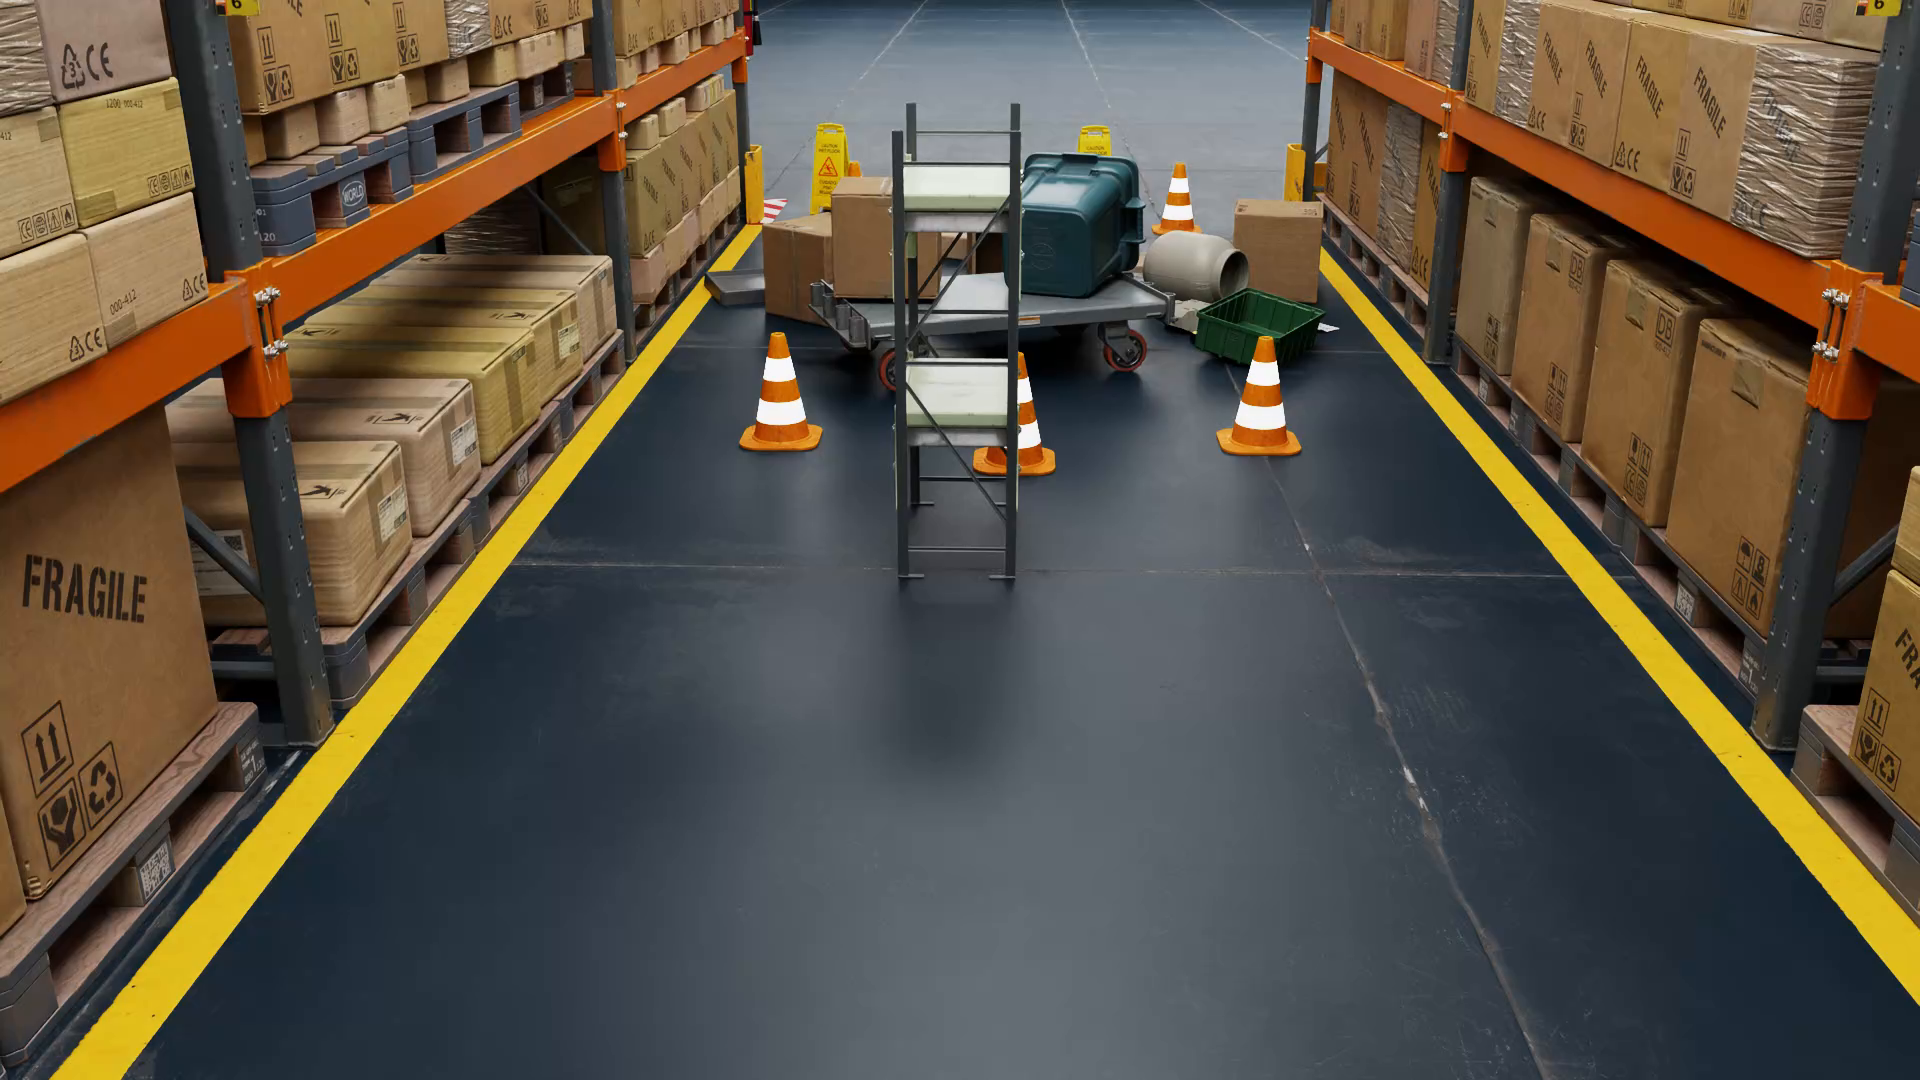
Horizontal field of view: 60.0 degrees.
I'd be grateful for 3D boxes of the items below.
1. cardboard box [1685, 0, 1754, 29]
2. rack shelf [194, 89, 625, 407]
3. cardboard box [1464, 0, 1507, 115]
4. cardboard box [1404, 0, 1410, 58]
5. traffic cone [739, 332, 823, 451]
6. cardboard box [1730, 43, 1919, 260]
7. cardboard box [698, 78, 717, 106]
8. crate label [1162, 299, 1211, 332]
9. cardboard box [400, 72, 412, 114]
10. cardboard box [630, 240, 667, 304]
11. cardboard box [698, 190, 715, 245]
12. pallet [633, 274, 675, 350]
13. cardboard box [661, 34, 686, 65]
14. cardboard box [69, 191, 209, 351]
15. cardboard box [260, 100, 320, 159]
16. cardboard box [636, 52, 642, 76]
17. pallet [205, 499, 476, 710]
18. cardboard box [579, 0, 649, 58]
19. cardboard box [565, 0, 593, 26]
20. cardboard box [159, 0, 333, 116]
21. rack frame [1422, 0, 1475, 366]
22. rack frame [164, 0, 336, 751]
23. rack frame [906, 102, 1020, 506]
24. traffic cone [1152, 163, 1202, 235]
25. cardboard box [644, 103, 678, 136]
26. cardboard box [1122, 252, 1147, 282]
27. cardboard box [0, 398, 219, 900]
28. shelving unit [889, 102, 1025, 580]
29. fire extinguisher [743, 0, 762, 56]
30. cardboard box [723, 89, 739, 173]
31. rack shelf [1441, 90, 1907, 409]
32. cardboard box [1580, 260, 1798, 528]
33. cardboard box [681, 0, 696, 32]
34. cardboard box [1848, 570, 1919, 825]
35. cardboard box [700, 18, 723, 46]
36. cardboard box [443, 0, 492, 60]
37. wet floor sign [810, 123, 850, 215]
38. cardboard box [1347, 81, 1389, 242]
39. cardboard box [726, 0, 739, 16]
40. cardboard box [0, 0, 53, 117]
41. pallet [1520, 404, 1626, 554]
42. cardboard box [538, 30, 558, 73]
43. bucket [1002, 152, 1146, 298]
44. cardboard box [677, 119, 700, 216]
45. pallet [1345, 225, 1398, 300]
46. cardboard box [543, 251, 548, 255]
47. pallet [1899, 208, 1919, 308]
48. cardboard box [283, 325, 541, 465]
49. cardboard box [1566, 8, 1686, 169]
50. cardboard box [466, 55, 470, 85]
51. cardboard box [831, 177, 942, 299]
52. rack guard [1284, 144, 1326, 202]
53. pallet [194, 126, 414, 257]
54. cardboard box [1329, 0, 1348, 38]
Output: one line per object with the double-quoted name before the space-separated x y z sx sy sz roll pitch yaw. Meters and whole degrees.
"cardboard box" 2.751 -1.876 5.198 0.700 0.500 0.500 0 21 1
"rack shelf" -2.190 -1.239 6.069 1.077 0.370 4.000 1 21 2
"cardboard box" 2.537 -2.139 7.256 0.500 0.500 0.500 1 21 2
"cardboard box" 2.949 -2.876 9.086 0.875 0.550 0.550 1 21 2
"traffic cone" -0.768 -0.651 7.066 0.336 0.463 0.334 1 21 2
"cardboard box" 2.445 -1.045 4.438 0.500 0.500 0.500 1 21 2
"cardboard box" -1.726 -2.792 10.366 0.380 0.149 0.250 1 21 3
"crate label" 1.240 -1.204 8.943 0.298 0.136 0.250 -16 26 -35
"cardboard box" -2.000 -1.433 5.341 0.380 0.149 0.250 2 21 5
"cardboard box" -1.841 -1.421 8.766 0.500 0.250 0.500 0 21 -1
"cardboard box" -1.797 -1.986 10.220 0.500 0.250 0.500 0 21 0
"pallet" -2.144 -1.240 8.934 1.003 0.211 1.213 1 21 2
"cardboard box" -1.751 -2.753 9.324 0.380 0.149 0.250 1 21 2
"cardboard box" -2.007 -0.595 3.624 0.500 0.250 0.500 0 21 0
"cardboard box" -2.013 -1.147 4.605 0.380 0.149 0.250 -1 21 -2
"cardboard box" -1.866 -2.479 8.618 0.380 0.149 0.250 1 21 1
"pallet" -2.226 0.167 5.308 1.003 0.211 1.213 1 21 2
"cardboard box" -1.837 -2.638 8.133 0.500 0.500 0.500 1 21 1
"cardboard box" -1.914 -2.509 7.218 0.500 0.500 0.500 0 21 1
"cardboard box" -2.006 -1.392 4.340 0.500 0.500 0.500 0 21 0
"rack frame" 2.822 -2.279 7.756 1.000 3.000 0.127 1 21 2
"rack frame" -2.251 -0.851 4.075 1.000 3.000 0.127 1 21 2
"rack frame" 0.011 -0.834 6.105 0.400 1.500 0.023 1 21 2
"traffic cone" 1.508 -2.366 11.488 0.336 0.463 0.334 1 21 2
"cardboard box" -1.764 -2.304 9.107 0.380 0.149 0.250 1 21 4
"cardboard box" 1.033 -1.646 9.905 0.396 0.266 0.258 4 22 11
"cardboard box" -2.355 0.193 3.742 0.875 0.875 0.875 0 21 1
"shelving unit" 0.000 -0.702 5.764 0.431 1.500 0.755 1 21 2
"fire extinguisher" -1.543 -3.744 11.638 0.296 0.674 0.183 1 21 2
"cardboard box" -1.771 -2.714 11.062 0.500 0.500 0.500 1 21 2
"rack shelf" 2.761 -1.221 6.023 1.077 0.370 4.000 1 21 2
"cardboard box" 2.832 -0.515 5.740 1.050 0.750 0.750 1 21 2
"cardboard box" -1.821 -3.185 9.540 0.500 0.500 0.500 1 21 2
"cardboard box" 2.424 0.390 3.753 0.500 0.500 0.500 0 21 -1
"cardboard box" -1.709 -3.210 10.503 0.380 0.149 0.250 1 21 3
"cardboard box" -1.965 -1.953 5.787 0.500 0.500 0.500 0 21 0
"wet floor sign" -0.932 -2.703 12.103 0.267 0.644 0.232 8 23 20
"cardboard box" 2.964 -2.367 10.338 0.875 0.875 0.875 0 21 1
"cardboard box" -1.749 -3.729 10.945 0.500 0.500 0.500 0 21 1
"cardboard box" -2.012 -0.988 2.909 0.500 0.500 0.500 1 21 3
"pallet" 2.839 -0.257 6.400 1.003 0.211 1.213 1 21 2
"cardboard box" -1.867 -1.998 6.798 0.380 0.149 0.250 0 21 1
"bucket" 0.521 -1.536 8.266 0.726 0.611 0.620 8 33 20
"cardboard box" -1.819 -2.152 9.613 0.500 0.500 0.500 2 21 4
"pallet" 2.957 -1.696 10.107 1.003 0.211 1.213 1 21 2
"cardboard box" -2.380 -1.428 8.783 0.500 0.250 0.500 2 21 4
"pallet" 2.785 -0.485 3.397 1.213 0.211 1.003 1 21 2
"cardboard box" -2.181 -0.567 6.395 0.950 0.372 0.625 1 21 3
"cardboard box" 2.489 -1.592 5.847 0.500 0.500 0.500 1 21 2
"cardboard box" -2.025 -1.724 6.092 0.380 0.149 0.250 0 21 0
"cardboard box" -0.349 -1.476 8.095 0.500 0.500 0.500 1 21 2
"rack guard" 2.944 -2.569 11.958 1.175 0.500 0.348 1 21 2
"pallet" -2.336 -1.020 4.777 1.213 0.211 1.003 1 21 2
"cardboard box" 2.977 -3.661 11.110 0.875 0.550 0.550 1 21 2
